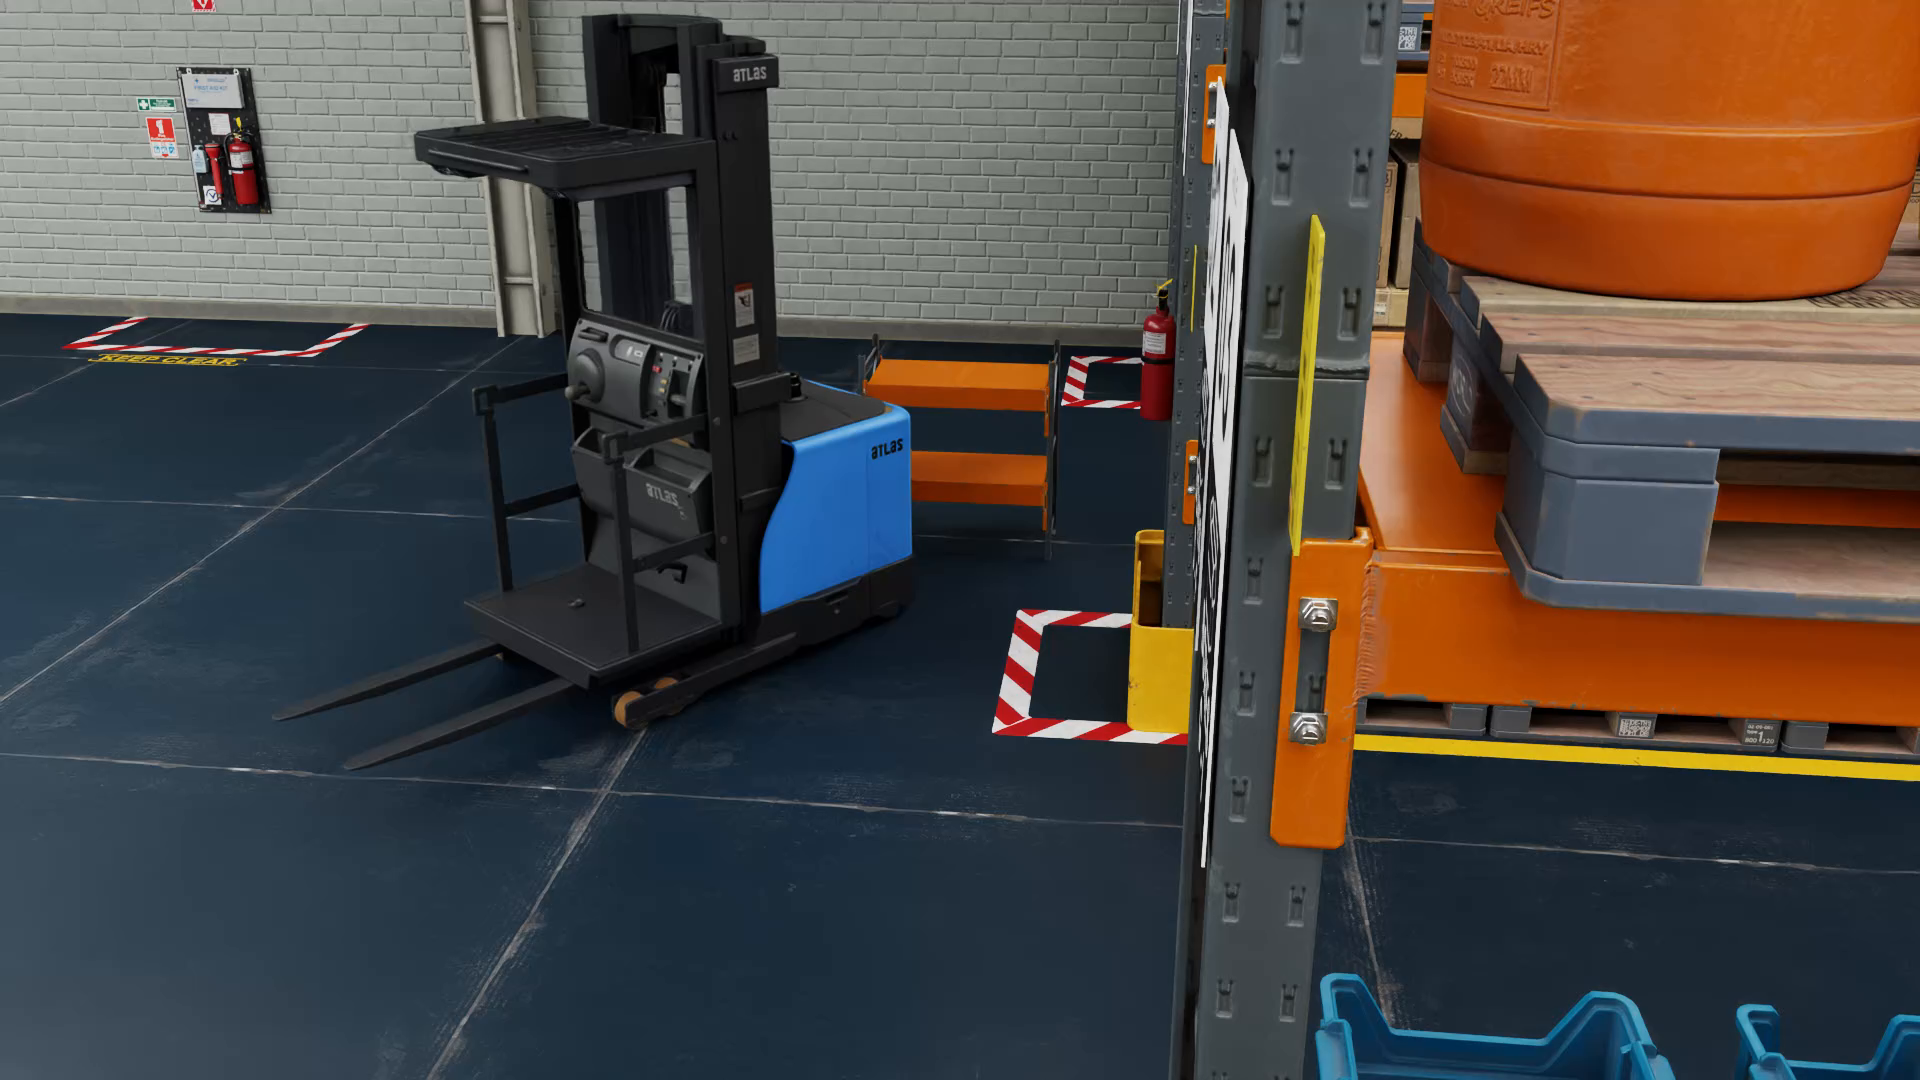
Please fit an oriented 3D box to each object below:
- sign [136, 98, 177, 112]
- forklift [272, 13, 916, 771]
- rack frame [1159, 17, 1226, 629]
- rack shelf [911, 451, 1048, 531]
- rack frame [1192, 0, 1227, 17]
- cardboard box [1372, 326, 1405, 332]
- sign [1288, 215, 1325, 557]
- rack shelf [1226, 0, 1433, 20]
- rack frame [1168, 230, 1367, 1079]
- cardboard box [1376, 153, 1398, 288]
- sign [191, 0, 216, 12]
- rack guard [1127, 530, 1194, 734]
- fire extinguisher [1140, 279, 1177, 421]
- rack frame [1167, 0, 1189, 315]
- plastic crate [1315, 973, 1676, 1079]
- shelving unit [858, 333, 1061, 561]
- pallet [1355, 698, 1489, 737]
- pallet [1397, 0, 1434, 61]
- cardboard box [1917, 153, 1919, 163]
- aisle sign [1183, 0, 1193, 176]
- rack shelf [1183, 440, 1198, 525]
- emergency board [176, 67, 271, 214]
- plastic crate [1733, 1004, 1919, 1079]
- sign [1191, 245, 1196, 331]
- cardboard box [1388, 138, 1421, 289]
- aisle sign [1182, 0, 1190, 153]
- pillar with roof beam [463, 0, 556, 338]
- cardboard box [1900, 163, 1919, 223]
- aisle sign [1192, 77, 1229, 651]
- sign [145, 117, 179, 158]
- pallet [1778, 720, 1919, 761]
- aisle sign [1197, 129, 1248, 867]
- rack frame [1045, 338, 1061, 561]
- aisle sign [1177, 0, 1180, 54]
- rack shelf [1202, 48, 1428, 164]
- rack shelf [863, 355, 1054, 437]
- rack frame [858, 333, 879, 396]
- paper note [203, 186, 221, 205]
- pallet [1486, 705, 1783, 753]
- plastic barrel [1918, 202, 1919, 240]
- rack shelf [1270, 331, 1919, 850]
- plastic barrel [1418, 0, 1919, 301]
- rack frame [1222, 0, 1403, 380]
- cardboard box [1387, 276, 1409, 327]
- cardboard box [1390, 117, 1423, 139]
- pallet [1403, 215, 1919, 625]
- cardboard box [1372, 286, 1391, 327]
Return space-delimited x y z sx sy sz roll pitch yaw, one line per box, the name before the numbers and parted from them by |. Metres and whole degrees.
sign | -6.567 -3.557 13.588 0.331 0.109 0.001 2 22 6
forklift | -1.604 -0.738 7.320 1.130 2.935 3.031 19 29 40
rack frame | 0.998 -0.761 7.285 0.127 3.000 1.000 2 22 6
rack shelf | 0.007 -0.295 9.322 1.000 0.278 0.538 2 22 6
rack frame | 0.998 -3.551 6.182 0.127 3.000 1.000 2 22 6
cardboard box | 1.982 -0.762 7.150 0.500 0.500 0.700 3 22 8
sign | 0.343 -0.151 1.650 0.005 0.325 0.100 2 22 6
rack shelf | 3.564 -3.544 11.222 4.000 0.370 1.077 2 22 6
rack frame | 0.412 1.047 2.711 0.127 3.000 1.000 2 22 6
cardboard box | 1.513 -1.384 6.959 0.500 0.500 0.700 3 22 6
sign | -6.030 -4.350 13.211 0.199 0.298 0.001 2 22 6
rack guard | 0.974 0.400 7.747 0.348 0.500 1.175 2 22 6
fire extinguisher | 0.936 -0.900 7.741 0.183 0.674 0.296 2 22 6
rack frame | 1.578 -2.570 11.860 0.127 3.000 1.000 2 22 6
plastic crate | 0.944 1.029 2.960 0.616 0.251 0.499 2 22 6
shelving unit | 0.007 -0.523 9.232 1.048 1.125 0.538 2 22 6
pallet | 1.763 0.554 7.752 1.213 0.211 1.003 2 22 6
pallet | 1.697 -2.075 6.648 1.213 0.211 1.003 2 22 6
cardboard box | 4.027 -1.276 6.687 0.500 0.500 0.700 2 22 6
aisle sign | 0.897 -1.861 6.531 0.004 0.787 0.394 2 22 6
rack shelf | 2.984 -0.340 7.198 4.000 0.370 1.077 2 22 6
emergency board | -6.033 -3.236 13.544 0.643 1.169 0.194 2 22 6
plastic crate | 1.588 1.059 2.883 0.408 0.251 0.499 2 22 6
sign | 0.927 -0.998 6.599 0.005 0.325 0.100 2 22 6
cardboard box | 2.036 -1.363 6.907 0.500 0.500 0.700 2 22 5
aisle sign | 0.968 -2.080 7.085 0.004 0.787 0.394 2 22 6
pillar with roof beam | -4.090 -4.333 8.160 0.400 9.000 9.100 2 22 6
cardboard box | 3.530 -1.298 6.742 0.500 0.500 0.700 2 22 6
aisle sign | 0.375 -0.273 2.515 0.004 0.787 0.394 2 22 6
sign | -6.570 -3.314 13.694 0.234 0.329 0.001 2 22 6
pallet | 4.186 0.659 7.485 1.213 0.211 1.003 2 22 6
aisle sign | 0.306 -0.058 1.970 0.004 0.787 0.394 2 22 6
rack frame | 0.512 -0.501 9.177 0.032 1.125 0.500 2 22 6
aisle sign | 1.471 -3.672 11.113 0.004 0.787 0.394 2 22 6
rack shelf | 2.984 -1.735 6.647 4.000 0.370 1.077 2 22 6
rack shelf | 0.007 -0.795 9.125 1.000 0.278 0.538 2 22 6
rack frame | -0.498 -0.545 9.288 0.032 1.125 0.500 2 22 6
paper note | -6.201 -2.859 13.790 0.142 0.148 0.016 2 22 6
pallet | 2.971 0.607 7.617 1.213 0.211 1.003 2 22 6
plastic barrel | 1.559 -0.627 2.040 0.600 0.588 0.600 0 22 0
rack shelf | 2.398 0.073 2.073 4.000 0.370 1.077 2 22 6
plastic barrel | 0.909 -0.768 2.067 0.708 0.830 0.600 2 22 6
rack frame | 0.412 -1.743 1.608 0.127 3.000 1.000 2 22 6
cardboard box | 1.873 -0.992 6.850 0.250 0.149 0.380 3 22 7
cardboard box | 3.018 -2.678 11.290 0.500 0.500 0.500 2 22 5
pallet | 1.222 -0.188 2.013 1.213 0.211 1.003 2 22 6
cardboard box | 1.625 -1.003 6.879 0.250 0.149 0.380 2 22 5
